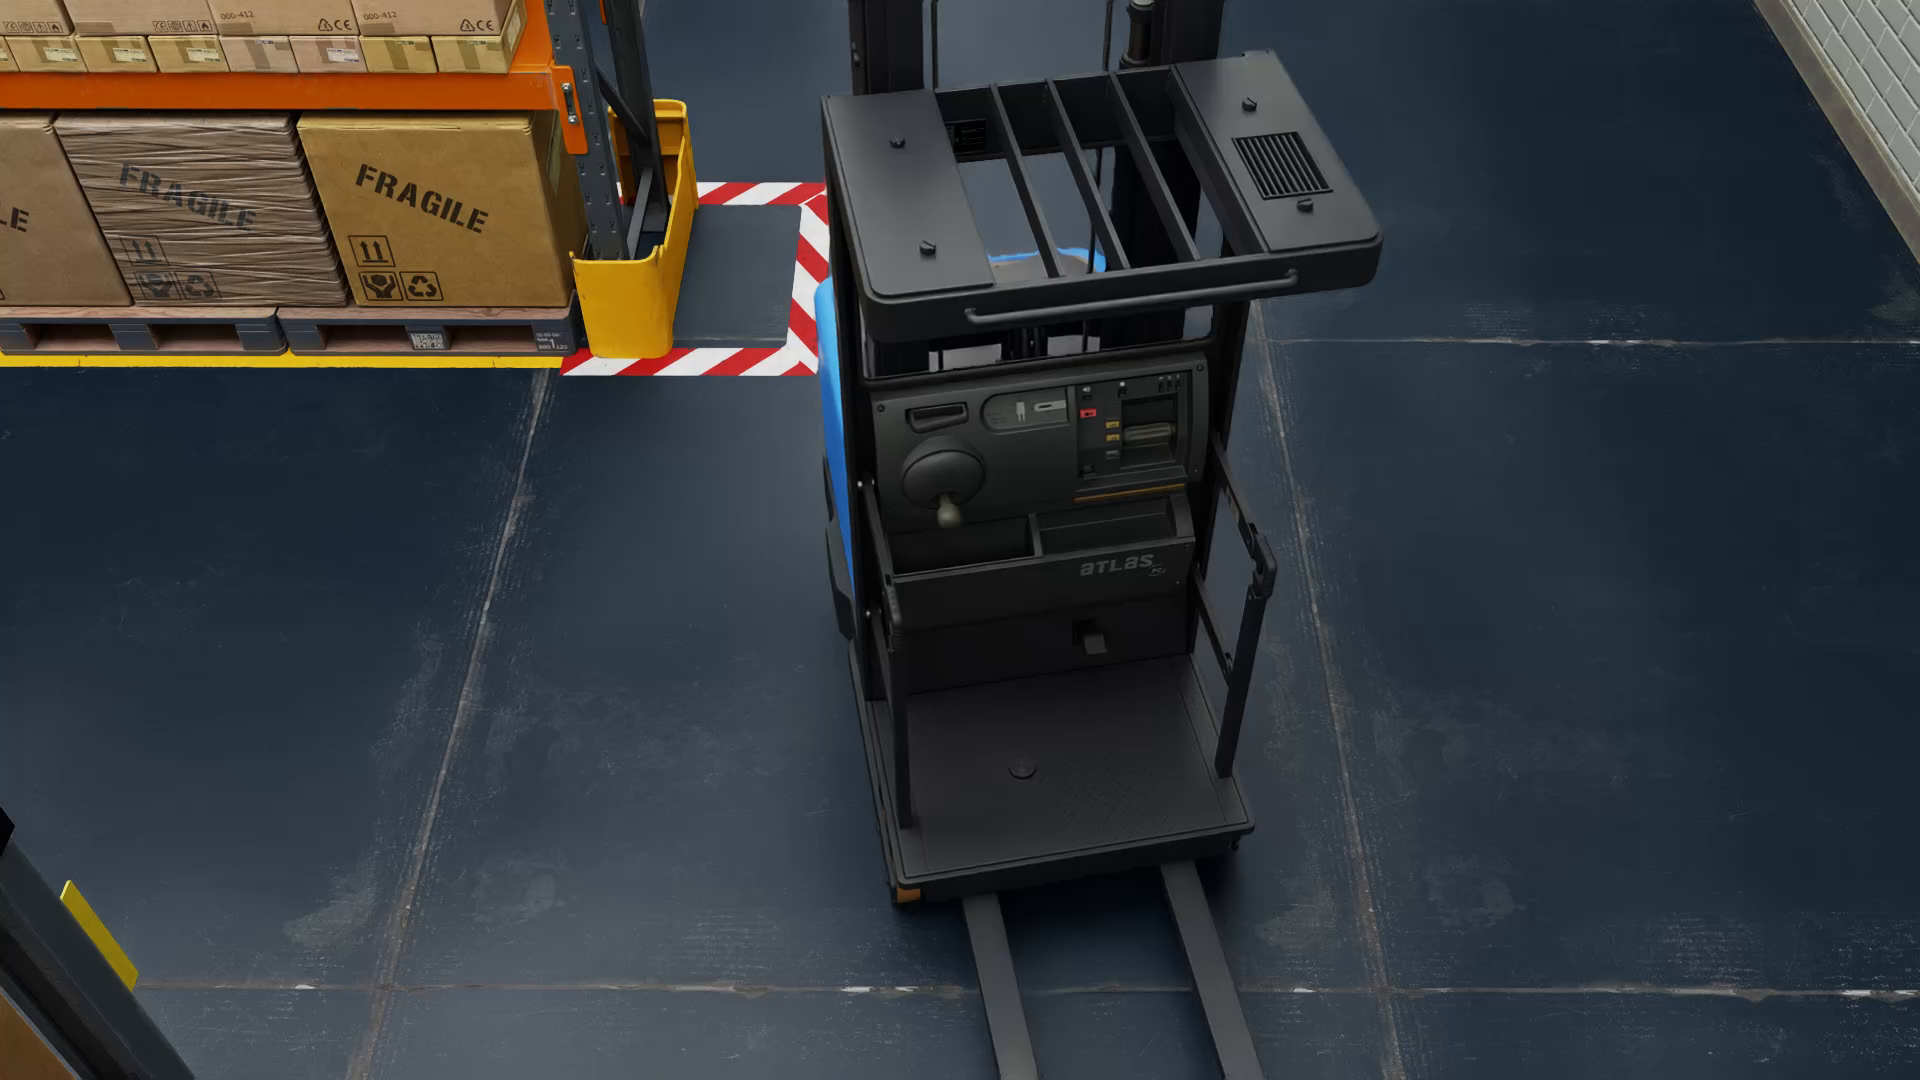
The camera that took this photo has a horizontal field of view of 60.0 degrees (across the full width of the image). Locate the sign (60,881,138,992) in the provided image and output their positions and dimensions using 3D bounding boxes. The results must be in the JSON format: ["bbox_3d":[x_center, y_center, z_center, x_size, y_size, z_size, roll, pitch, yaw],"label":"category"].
[{"bbox_3d":[-1.525,0.729,2.931,0.005,0.325,0.100,0,47,0],"label":"sign"}]

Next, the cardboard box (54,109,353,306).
[{"bbox_3d":[-2.958,-1.574,6.831,0.875,0.875,0.875,0,47,0],"label":"cardboard box"}]

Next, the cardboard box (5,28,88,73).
[{"bbox_3d":[-3.294,-1.888,6.130,0.250,0.149,0.380,1,47,1],"label":"cardboard box"}]

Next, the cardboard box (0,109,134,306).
[{"bbox_3d":[-3.848,-1.577,6.833,0.875,0.875,0.875,0,47,0],"label":"cardboard box"}]

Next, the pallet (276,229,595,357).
[{"bbox_3d":[-2.207,-1.204,7.227,1.213,0.211,1.003,0,47,0],"label":"pallet"}]

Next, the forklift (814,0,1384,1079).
[{"bbox_3d":[0.268,-0.169,4.405,1.130,2.935,3.031,-8,48,-7],"label":"forklift"}]

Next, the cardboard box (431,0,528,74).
[{"bbox_3d":[-1.765,-1.884,6.126,0.250,0.149,0.380,1,47,1],"label":"cardboard box"}]

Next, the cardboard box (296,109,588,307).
[{"bbox_3d":[-2.048,-1.572,6.829,0.875,0.875,0.875,0,47,0],"label":"cardboard box"}]

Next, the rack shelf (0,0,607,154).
[{"bbox_3d":[-3.408,-1.970,6.526,4.000,0.370,1.077,0,47,0],"label":"rack shelf"}]

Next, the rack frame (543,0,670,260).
[{"bbox_3d":[-1.408,-2.210,6.257,0.127,3.000,1.000,0,47,0],"label":"rack frame"}]

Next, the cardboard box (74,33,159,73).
[{"bbox_3d":[-3.046,-1.886,6.128,0.250,0.149,0.380,0,47,0],"label":"cardboard box"}]

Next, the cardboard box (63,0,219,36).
[{"bbox_3d":[-2.909,-2.070,6.027,0.500,0.250,0.500,-1,47,-1],"label":"cardboard box"}]

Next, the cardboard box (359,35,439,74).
[{"bbox_3d":[-2.025,-1.883,6.125,0.250,0.149,0.380,1,47,1],"label":"cardboard box"}]

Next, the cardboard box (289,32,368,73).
[{"bbox_3d":[-2.277,-1.885,6.127,0.250,0.149,0.380,0,47,0],"label":"cardboard box"}]

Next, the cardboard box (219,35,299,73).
[{"bbox_3d":[-2.527,-1.886,6.128,0.250,0.149,0.380,1,47,1],"label":"cardboard box"}]

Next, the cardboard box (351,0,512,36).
[{"bbox_3d":[-1.893,-2.067,6.024,0.500,0.250,0.500,-1,47,0],"label":"cardboard box"}]

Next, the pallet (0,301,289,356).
[{"bbox_3d":[-3.424,-1.210,7.232,1.213,0.211,1.003,0,47,0],"label":"pallet"}]

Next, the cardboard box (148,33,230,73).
[{"bbox_3d":[-2.786,-1.886,6.128,0.250,0.149,0.380,-1,47,-1],"label":"cardboard box"}]

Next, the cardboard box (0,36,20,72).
[{"bbox_3d":[-3.554,-1.888,6.129,0.250,0.149,0.380,-1,47,-1],"label":"cardboard box"}]

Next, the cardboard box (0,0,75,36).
[{"bbox_3d":[-3.430,-2.068,6.025,0.500,0.250,0.500,0,47,0],"label":"cardboard box"}]

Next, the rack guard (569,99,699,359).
[{"bbox_3d":[-1.384,-1.358,7.172,0.348,0.500,1.175,0,47,0],"label":"rack guard"}]

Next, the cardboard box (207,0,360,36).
[{"bbox_3d":[-2.400,-2.069,6.026,0.500,0.250,0.500,-1,47,-1],"label":"cardboard box"}]

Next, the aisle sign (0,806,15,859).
[{"bbox_3d":[-1.453,0.316,2.131,0.004,0.787,0.394,0,47,0],"label":"aisle sign"}]
